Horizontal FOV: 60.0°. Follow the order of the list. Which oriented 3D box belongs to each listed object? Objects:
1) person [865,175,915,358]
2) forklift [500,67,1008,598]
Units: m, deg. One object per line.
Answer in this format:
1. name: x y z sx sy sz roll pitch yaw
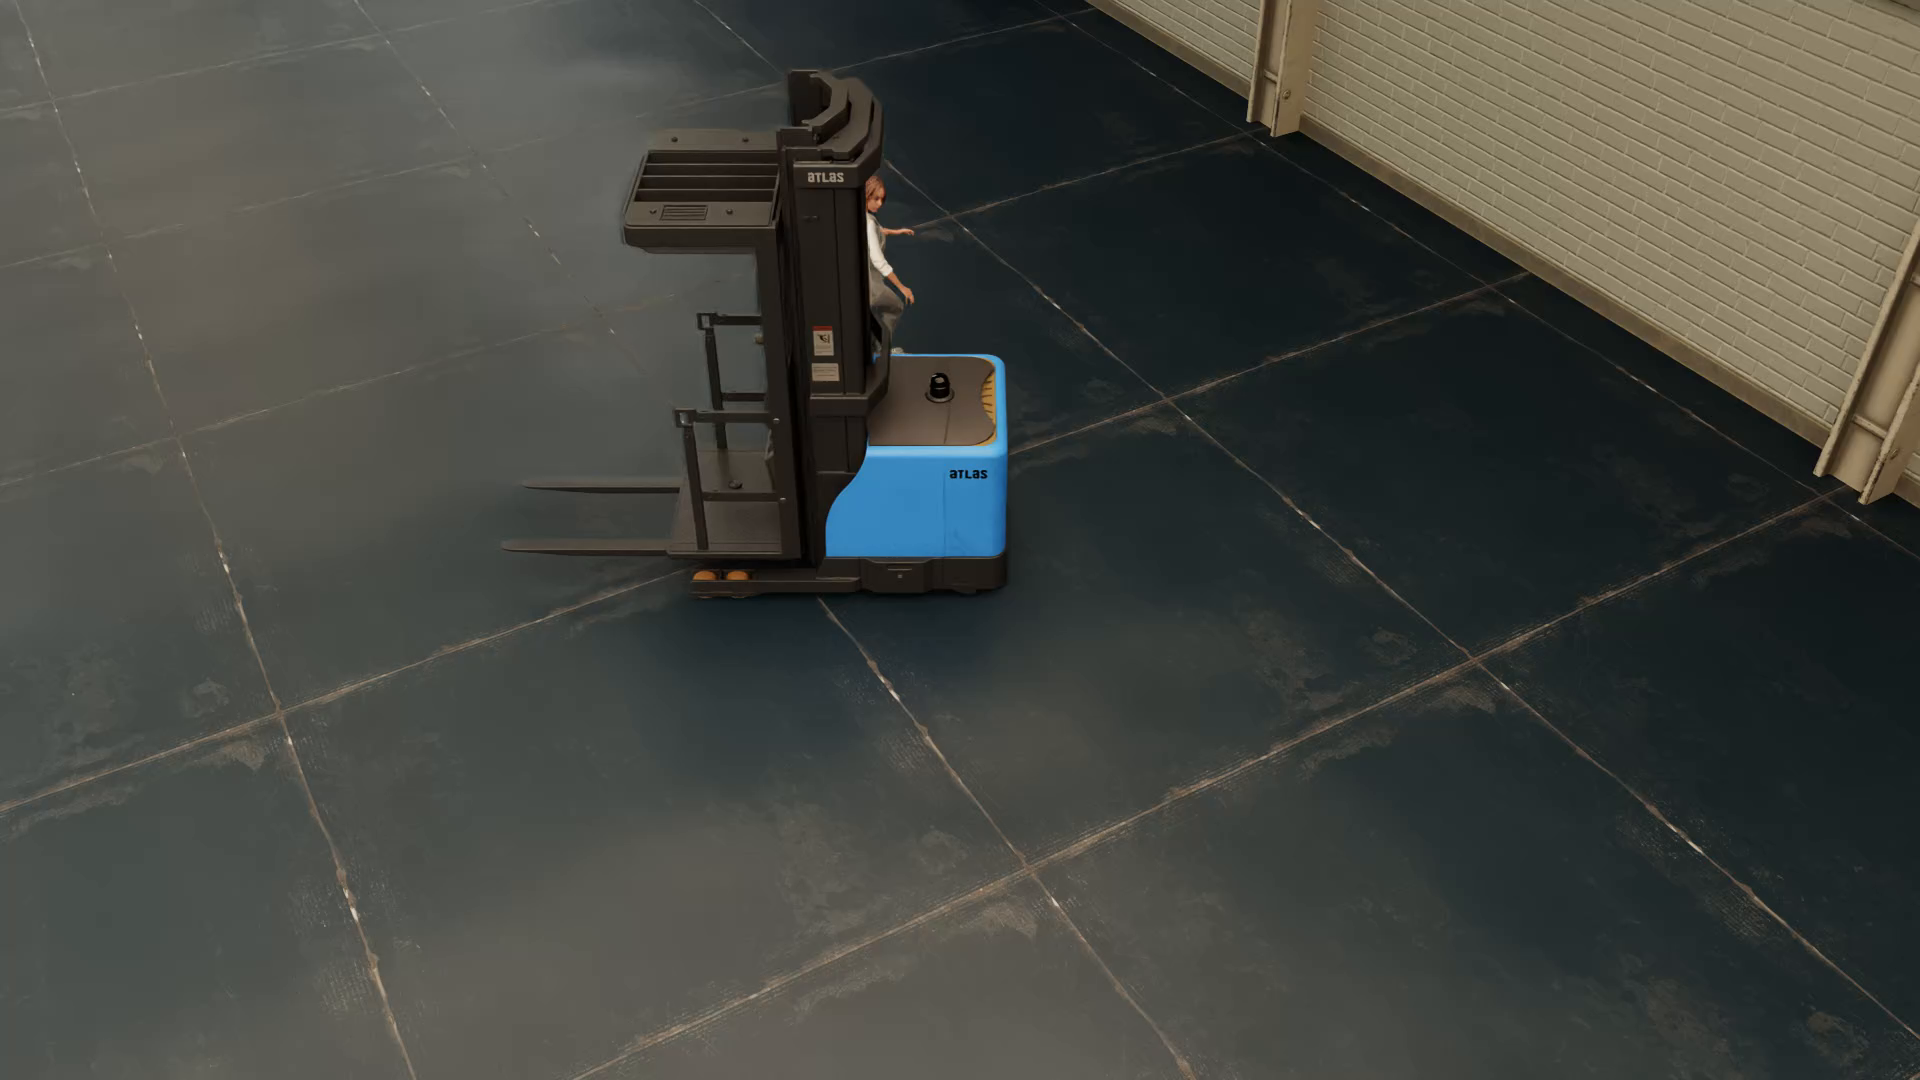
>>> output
1. person: -0.515 -1.773 11.330 0.770 1.474 0.745 -28 47 -29
2. forklift: -1.233 -1.119 9.385 3.031 2.935 1.130 0 40 0
